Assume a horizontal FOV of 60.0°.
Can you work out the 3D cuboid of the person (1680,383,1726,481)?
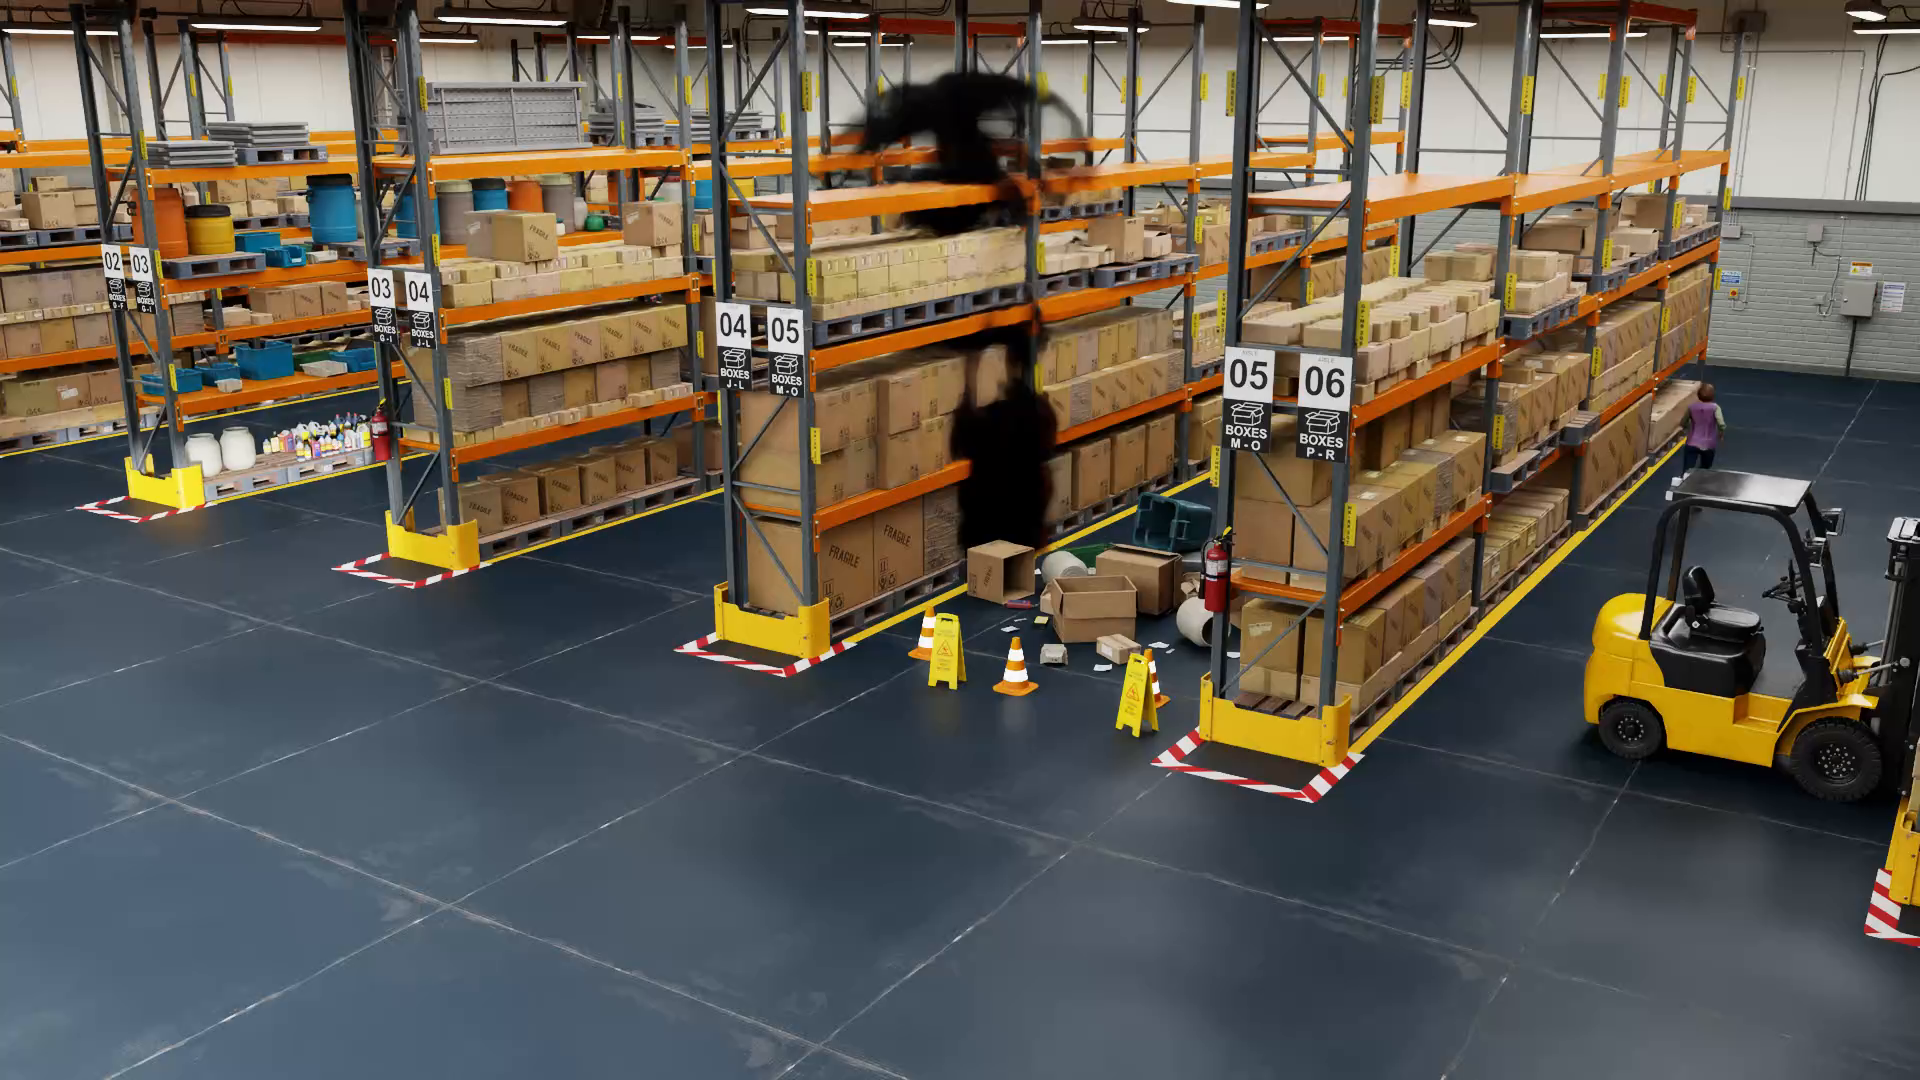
[{"bbox_3d":[9.014,-1.126,20.244,0.542,1.579,0.886,9,18,30],"label":"person"}]
